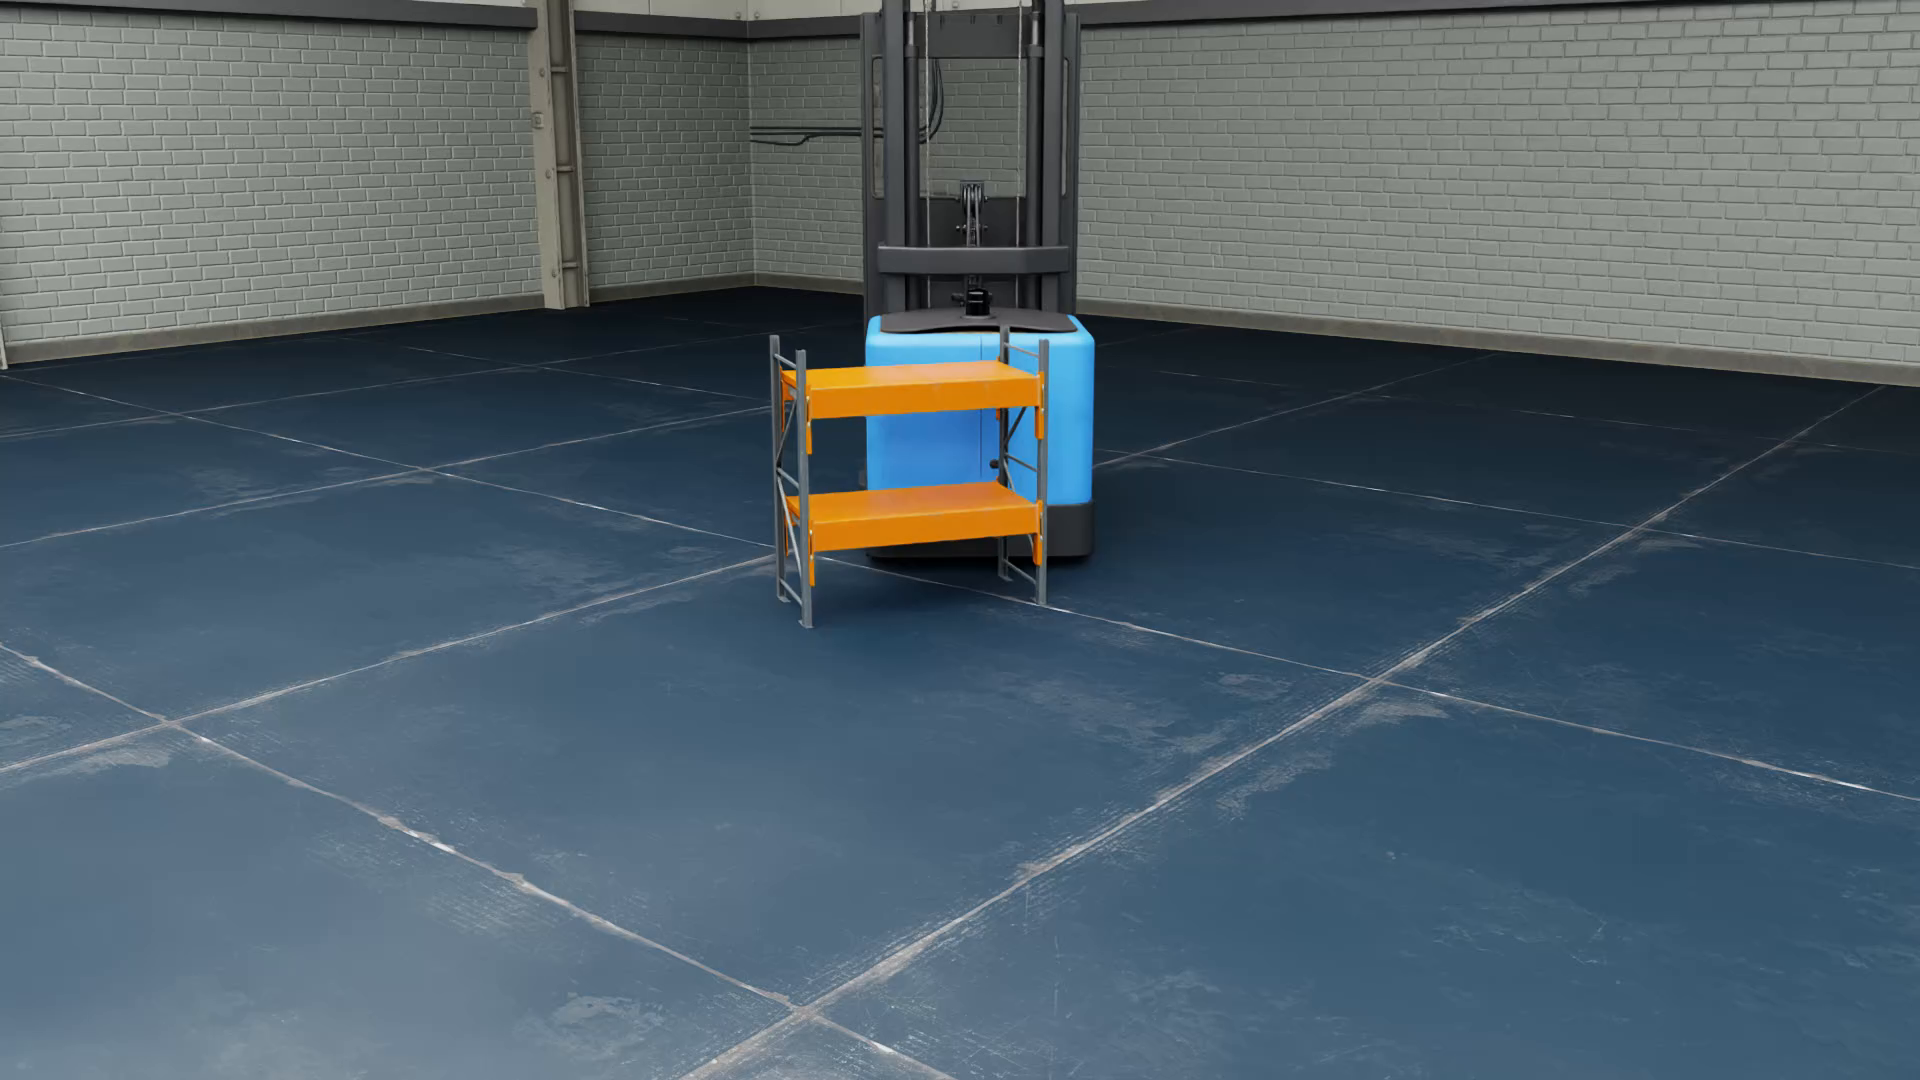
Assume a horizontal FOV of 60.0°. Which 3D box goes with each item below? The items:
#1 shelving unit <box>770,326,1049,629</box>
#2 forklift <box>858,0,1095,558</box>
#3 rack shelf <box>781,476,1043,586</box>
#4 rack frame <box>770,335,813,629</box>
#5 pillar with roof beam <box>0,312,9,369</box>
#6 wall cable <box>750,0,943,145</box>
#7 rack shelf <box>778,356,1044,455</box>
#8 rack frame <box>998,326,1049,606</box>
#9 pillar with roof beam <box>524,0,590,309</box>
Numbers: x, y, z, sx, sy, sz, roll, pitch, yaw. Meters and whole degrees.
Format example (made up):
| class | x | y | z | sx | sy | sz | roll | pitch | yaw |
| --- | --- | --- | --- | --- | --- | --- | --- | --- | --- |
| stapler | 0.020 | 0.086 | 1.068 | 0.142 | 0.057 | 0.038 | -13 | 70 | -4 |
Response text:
| class | x | y | z | sx | sy | sz | roll | pitch | yaw |
| --- | --- | --- | --- | --- | --- | --- | --- | --- | --- |
| shelving unit | -0.212 | -0.285 | 6.962 | 1.048 | 1.125 | 0.538 | -5 | 15 | -19 |
| forklift | 0.041 | -1.646 | 8.649 | 1.130 | 2.935 | 3.031 | -1 | 14 | -2 |
| rack shelf | -0.212 | -0.048 | 7.022 | 1.000 | 0.278 | 0.538 | -5 | 15 | -19 |
| rack frame | -0.693 | -0.244 | 6.800 | 0.032 | 1.125 | 0.500 | -5 | 15 | -19 |
| pillar with roof beam | -4.711 | -5.088 | 9.874 | 9.100 | 9.000 | 0.400 | 11 | 18 | 38 |
| wall cable | -1.408 | -5.758 | 18.818 | 3.097 | 2.526 | 0.112 | 11 | 18 | 38 |
| rack shelf | -0.212 | -0.569 | 6.889 | 1.000 | 0.278 | 0.538 | -5 | 15 | -19 |
| rack frame | 0.268 | -0.326 | 7.123 | 0.032 | 1.125 | 0.500 | -5 | 15 | -19 |
| pillar with roof beam | -0.940 | -6.237 | 14.398 | 9.100 | 9.000 | 0.400 | 11 | 18 | 38 |
